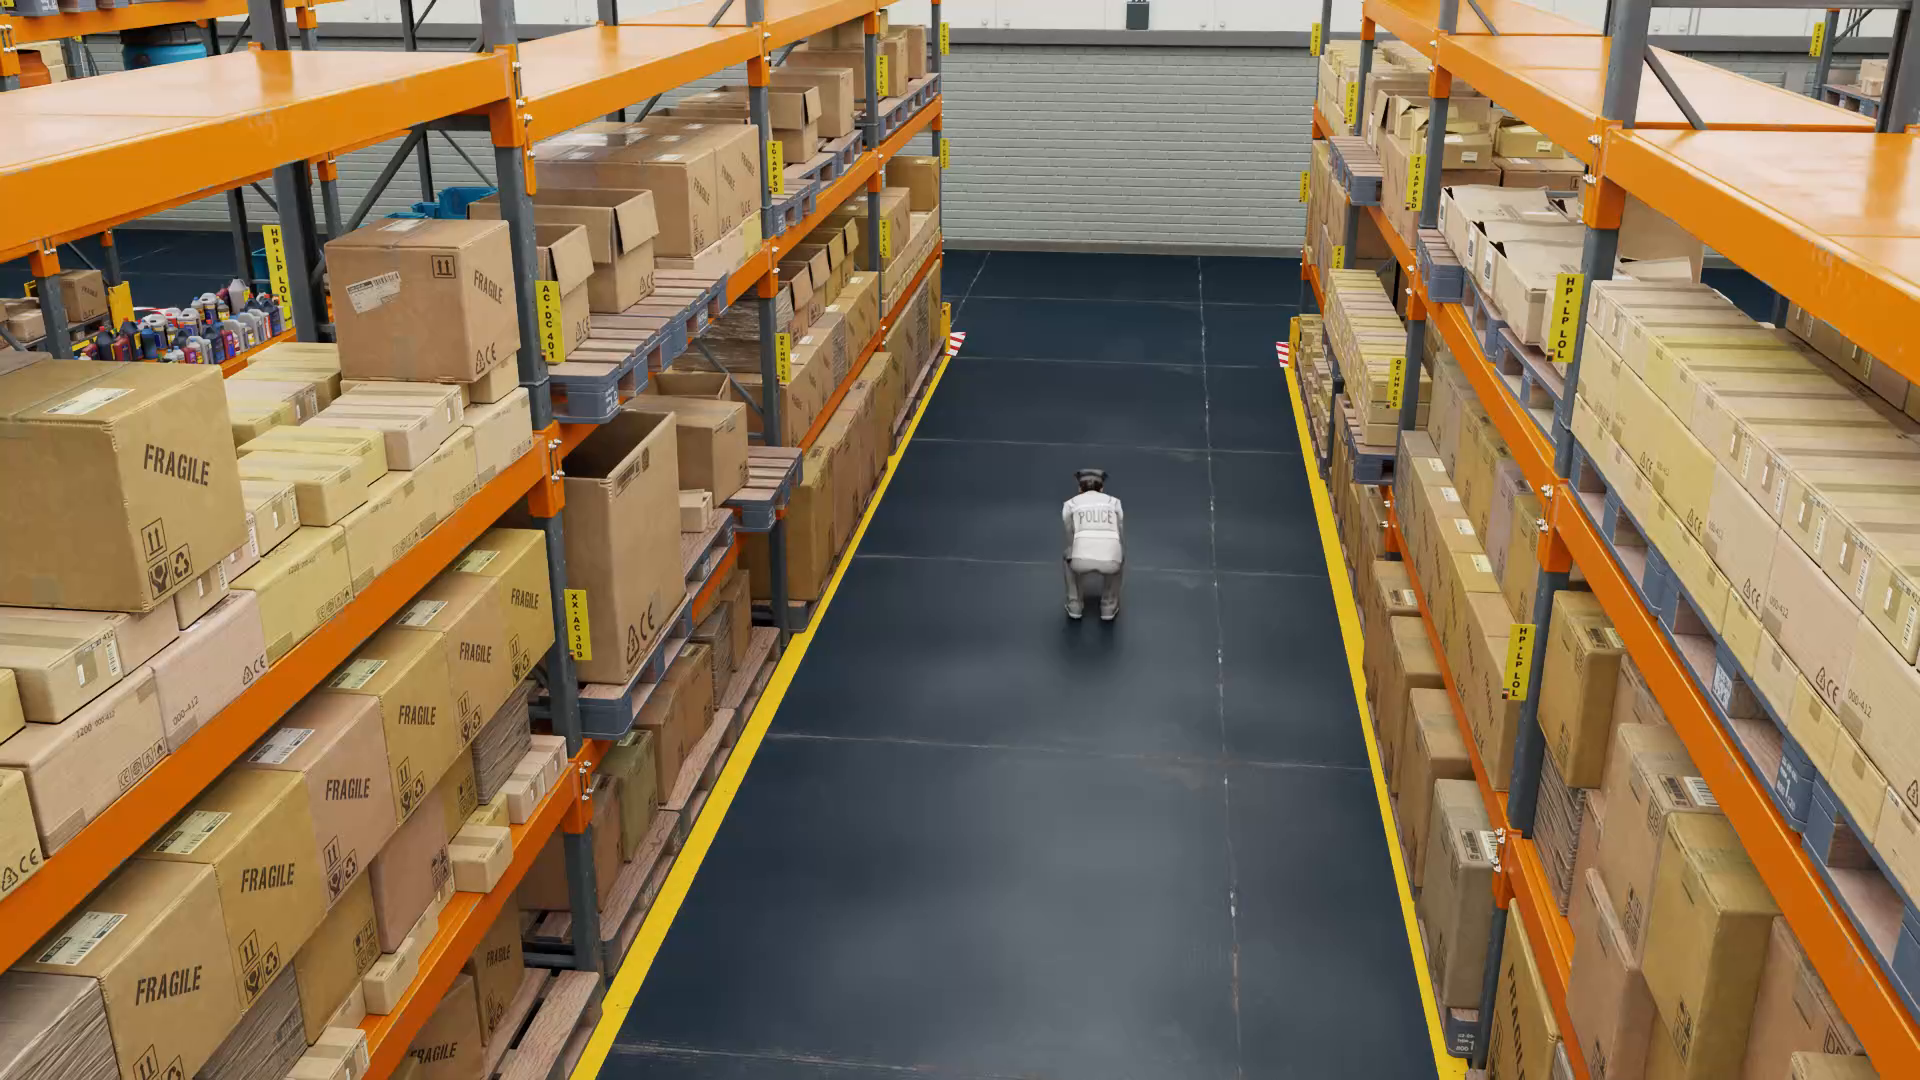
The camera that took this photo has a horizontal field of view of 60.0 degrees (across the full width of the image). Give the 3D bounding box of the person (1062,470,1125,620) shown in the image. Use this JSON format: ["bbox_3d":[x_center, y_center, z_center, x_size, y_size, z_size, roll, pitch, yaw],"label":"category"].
[{"bbox_3d":[0.962,0.030,11.972,0.459,0.977,0.857,2,21,5],"label":"person"}]
